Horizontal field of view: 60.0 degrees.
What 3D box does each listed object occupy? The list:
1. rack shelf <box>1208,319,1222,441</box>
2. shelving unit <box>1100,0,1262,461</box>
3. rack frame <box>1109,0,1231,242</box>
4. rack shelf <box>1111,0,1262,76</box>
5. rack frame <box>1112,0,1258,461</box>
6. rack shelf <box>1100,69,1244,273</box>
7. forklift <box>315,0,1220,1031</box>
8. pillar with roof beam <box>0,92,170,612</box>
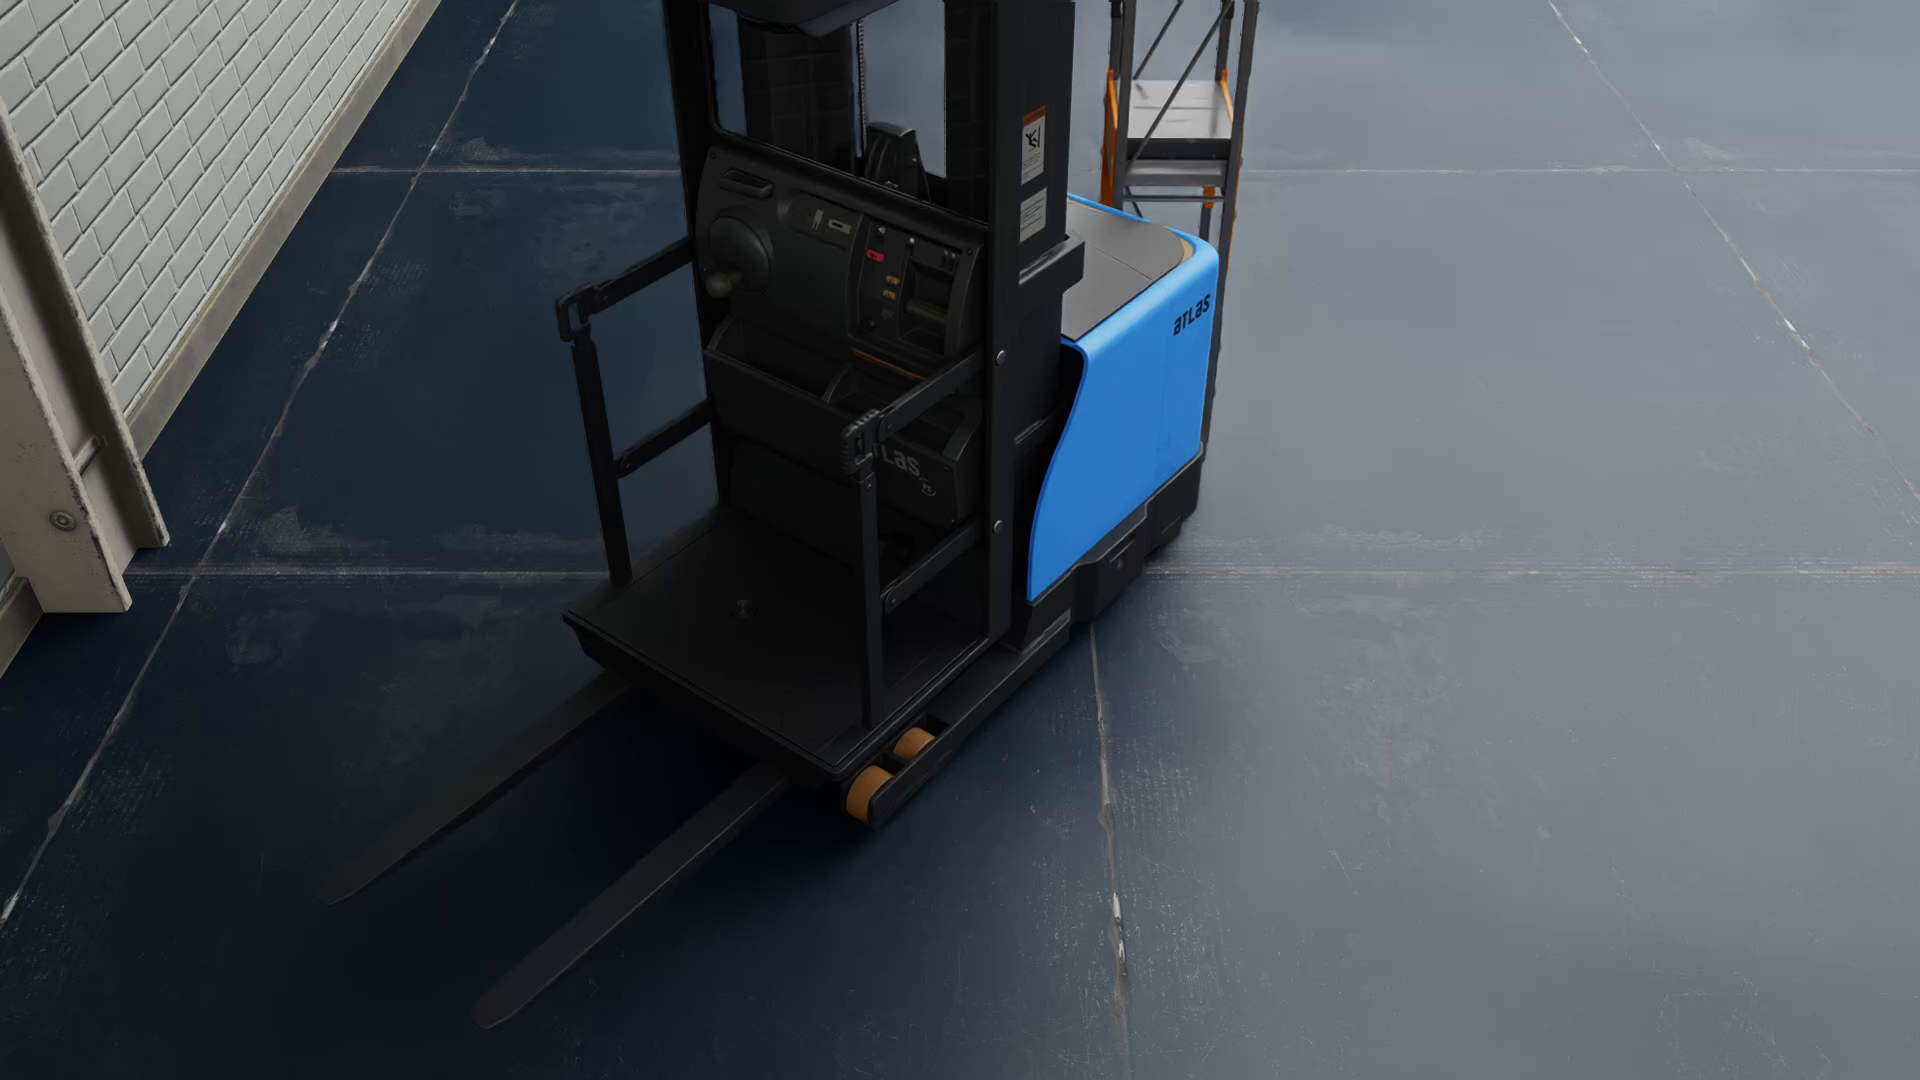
[{"bbox_3d":[0.706,-0.712,6.101,0.431,0.518,0.480,1,39,1],"label":"rack shelf"},{"bbox_3d":[0.706,-1.269,5.655,0.431,2.100,0.503,1,39,1],"label":"shelving unit"},{"bbox_3d":[0.710,-1.422,5.845,0.400,2.100,0.015,1,39,1],"label":"rack frame"},{"bbox_3d":[0.706,-1.805,5.226,0.431,0.518,0.480,1,39,1],"label":"rack shelf"},{"bbox_3d":[0.702,-1.117,5.464,0.400,2.100,0.015,1,39,1],"label":"rack frame"},{"bbox_3d":[0.706,-1.259,5.663,0.431,0.518,0.480,1,39,1],"label":"rack shelf"},{"bbox_3d":[-0.468,-0.684,4.260,1.130,2.935,3.031,26,45,28],"label":"forklift"},{"bbox_3d":[1.415,-3.402,2.800,9.100,9.000,0.400,0,39,0],"label":"pillar with roof beam"}]
